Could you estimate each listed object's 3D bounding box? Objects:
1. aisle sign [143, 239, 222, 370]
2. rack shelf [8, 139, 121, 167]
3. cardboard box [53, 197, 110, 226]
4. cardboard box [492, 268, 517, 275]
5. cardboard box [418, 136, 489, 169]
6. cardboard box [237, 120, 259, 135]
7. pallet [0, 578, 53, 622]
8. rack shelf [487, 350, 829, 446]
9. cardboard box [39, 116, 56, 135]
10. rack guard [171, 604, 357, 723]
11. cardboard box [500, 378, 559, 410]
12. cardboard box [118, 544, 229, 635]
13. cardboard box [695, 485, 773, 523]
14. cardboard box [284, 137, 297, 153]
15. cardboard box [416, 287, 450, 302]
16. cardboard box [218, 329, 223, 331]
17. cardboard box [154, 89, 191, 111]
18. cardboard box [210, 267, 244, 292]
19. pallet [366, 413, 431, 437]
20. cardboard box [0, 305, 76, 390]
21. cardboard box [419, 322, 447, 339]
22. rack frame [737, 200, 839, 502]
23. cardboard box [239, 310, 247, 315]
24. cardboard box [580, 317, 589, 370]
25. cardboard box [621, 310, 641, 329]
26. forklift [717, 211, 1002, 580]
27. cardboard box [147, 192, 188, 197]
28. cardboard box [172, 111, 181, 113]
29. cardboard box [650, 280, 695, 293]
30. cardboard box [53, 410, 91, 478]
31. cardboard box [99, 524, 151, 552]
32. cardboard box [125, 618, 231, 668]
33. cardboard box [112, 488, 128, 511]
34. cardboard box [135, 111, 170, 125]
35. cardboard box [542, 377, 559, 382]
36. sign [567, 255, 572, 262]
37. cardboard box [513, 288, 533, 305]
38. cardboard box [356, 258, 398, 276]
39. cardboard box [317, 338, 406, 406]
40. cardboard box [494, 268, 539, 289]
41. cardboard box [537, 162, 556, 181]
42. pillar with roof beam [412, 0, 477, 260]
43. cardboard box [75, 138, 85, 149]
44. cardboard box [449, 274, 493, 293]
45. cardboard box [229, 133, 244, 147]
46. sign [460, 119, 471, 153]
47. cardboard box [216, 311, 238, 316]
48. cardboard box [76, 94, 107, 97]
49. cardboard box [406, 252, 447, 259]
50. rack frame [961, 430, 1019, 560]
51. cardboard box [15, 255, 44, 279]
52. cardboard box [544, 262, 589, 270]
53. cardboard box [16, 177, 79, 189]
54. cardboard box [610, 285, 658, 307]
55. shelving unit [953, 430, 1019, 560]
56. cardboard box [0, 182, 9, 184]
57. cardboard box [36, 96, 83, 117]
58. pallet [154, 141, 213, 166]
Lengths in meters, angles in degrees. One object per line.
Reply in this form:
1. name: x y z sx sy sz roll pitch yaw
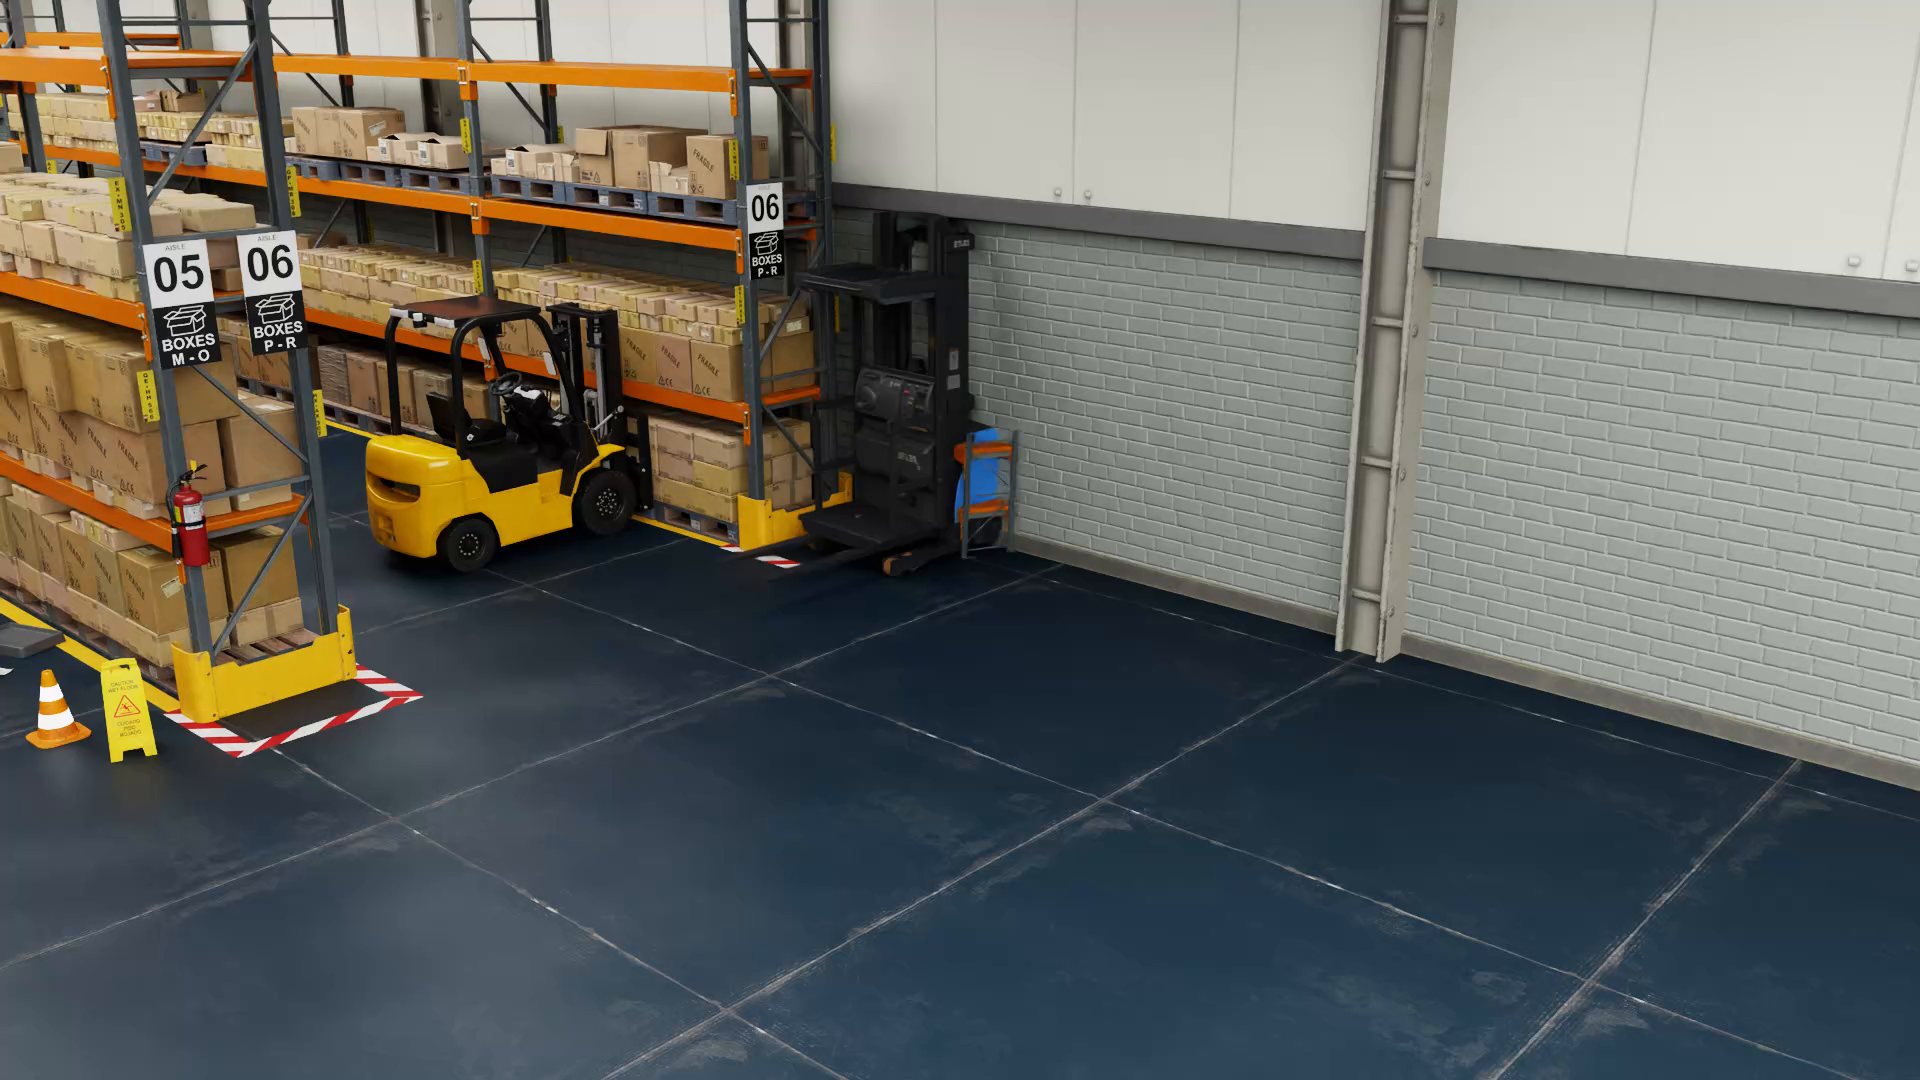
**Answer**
1. aisle sign: -4.938 -1.497 10.571 0.004 0.787 0.394 15 23 39
2. rack shelf: -11.971 -5.357 23.264 4.000 0.370 1.077 15 23 39
3. cardboard box: -5.945 -2.248 11.373 0.250 0.149 0.380 15 23 39
4. cardboard box: -4.778 -2.804 17.751 0.250 0.149 0.380 14 22 37
5. cardboard box: -5.195 -3.988 17.047 0.500 0.311 0.500 14 22 38
6. cardboard box: -8.296 -4.876 19.657 0.250 0.149 0.380 14 22 37
7. pallet: -7.258 0.317 13.763 1.213 0.211 1.003 15 23 39
8. rack shelf: -2.996 -1.518 16.125 4.000 0.370 1.077 15 23 39
9. cardboard box: -12.548 -5.818 23.283 0.500 0.250 0.500 14 22 38
10. rack guard: -4.849 0.841 11.636 0.348 0.500 1.175 15 23 39
11. cardboard box: -4.338 -1.460 16.953 0.500 0.250 0.500 15 23 38
12. cardboard box: -5.564 0.316 11.770 0.500 0.500 0.500 15 23 40
13. cardboard box: -2.061 -0.372 15.176 0.500 0.250 0.500 15 23 40
14. cardboard box: -7.424 -4.493 18.878 0.250 0.166 0.380 15 23 39
15. cardboard box: -5.418 -2.572 17.678 0.500 0.250 0.500 14 23 38
16. cardboard box: -9.487 -2.524 21.543 0.500 0.500 0.500 14 22 38
17. cardboard box: -10.201 -5.720 21.596 0.258 0.266 0.396 15 23 38
18. cardboard box: -4.824 -1.786 11.236 0.250 0.149 0.380 15 23 39
19. pallet: -5.985 -1.317 18.914 1.213 0.211 1.003 15 23 39
20. cardboard box: -6.873 -1.453 12.421 0.500 0.500 0.700 14 23 38
21. cardboard box: -5.422 -2.333 17.751 0.500 0.250 0.500 15 23 39
22. rack frame: -1.500 -1.459 14.751 0.127 3.000 1.000 15 23 39
23. cardboard box: -9.241 -2.967 21.866 0.250 0.149 0.380 16 24 41
24. cardboard box: -3.553 -1.960 16.163 0.500 0.500 0.500 15 23 39
25. cardboard box: -2.921 -2.074 15.452 0.250 0.149 0.380 15 23 40
26. forklift: -0.715 -1.260 14.236 3.031 2.935 1.130 -17 24 -42
27. cardboard box: -5.654 -2.350 11.695 0.250 0.149 0.380 15 23 39
28. cardboard box: -9.966 -5.488 21.551 0.250 0.149 0.380 15 23 40
29. cardboard box: -2.747 -2.391 15.957 0.250 0.149 0.380 15 23 40
30. cardboard box: -6.124 -0.774 11.936 0.500 0.500 0.500 15 23 39
31. cardboard box: -5.883 -0.052 11.856 0.250 0.149 0.380 16 24 41
32. cardboard box: -5.593 0.669 11.897 0.500 0.250 0.500 15 23 39
33. cardboard box: -5.654 -0.325 11.591 0.250 0.149 0.380 15 23 38
34. cardboard box: -10.296 -5.372 21.184 0.250 0.149 0.380 16 23 40
35. cardboard box: -3.995 -1.574 17.310 0.500 0.250 0.500 16 23 40
36. sign: -4.124 -2.839 17.536 0.005 0.325 0.100 15 23 39
37. cardboard box: -4.233 -2.444 16.617 0.250 0.149 0.380 16 23 41
38. cardboard box: -6.468 -3.035 18.479 0.250 0.149 0.380 16 23 40
39. cardboard box: -7.026 -2.006 19.704 0.625 0.625 0.875 16 24 41
40. cardboard box: -4.450 -2.630 16.710 0.250 0.149 0.380 16 23 40
41. cardboard box: -3.783 -3.507 15.801 0.250 0.149 0.380 16 24 41
42. pillar with roof beam: -8.767 -4.893 15.654 0.400 9.000 9.100 15 23 39
43. cardboard box: -11.870 -5.450 22.781 0.250 0.149 0.380 15 23 40
44. cardboard box: -5.099 -2.685 17.377 0.250 0.149 0.380 15 23 38
45. cardboard box: -8.484 -4.786 19.862 0.250 0.149 0.380 15 23 39
46. sign: -4.844 -3.964 16.309 0.005 0.325 0.100 15 23 39
47. cardboard box: -9.549 -2.857 21.520 0.250 0.149 0.380 15 23 39
48. cardboard box: -12.168 -6.178 23.592 0.500 0.250 0.500 15 23 40
49. cardboard box: -6.067 -3.175 18.920 0.250 0.149 0.380 15 23 38
50. rack frame: 0.259 -0.392 14.495 0.500 1.125 0.032 -7 20 -27
51. cardboard box: -6.423 -1.952 11.761 0.250 0.149 0.380 15 23 39
52. cardboard box: -4.052 -2.765 17.137 0.250 0.149 0.380 15 23 39
53. cardboard box: -7.021 -2.707 12.821 0.250 0.149 0.380 16 23 41
54. cardboard box: -3.059 -2.289 15.636 0.250 0.149 0.380 15 23 40
55. shelving unit: 0.025 -0.540 14.922 0.538 1.125 1.048 -7 20 -27
56. cardboard box: -7.359 -2.591 12.455 0.250 0.149 0.380 14 22 38
57. cardboard box: -12.549 -6.060 23.219 0.500 0.250 0.500 15 23 38
58. pallet: -9.256 -4.855 20.801 1.003 0.211 1.213 15 23 39
